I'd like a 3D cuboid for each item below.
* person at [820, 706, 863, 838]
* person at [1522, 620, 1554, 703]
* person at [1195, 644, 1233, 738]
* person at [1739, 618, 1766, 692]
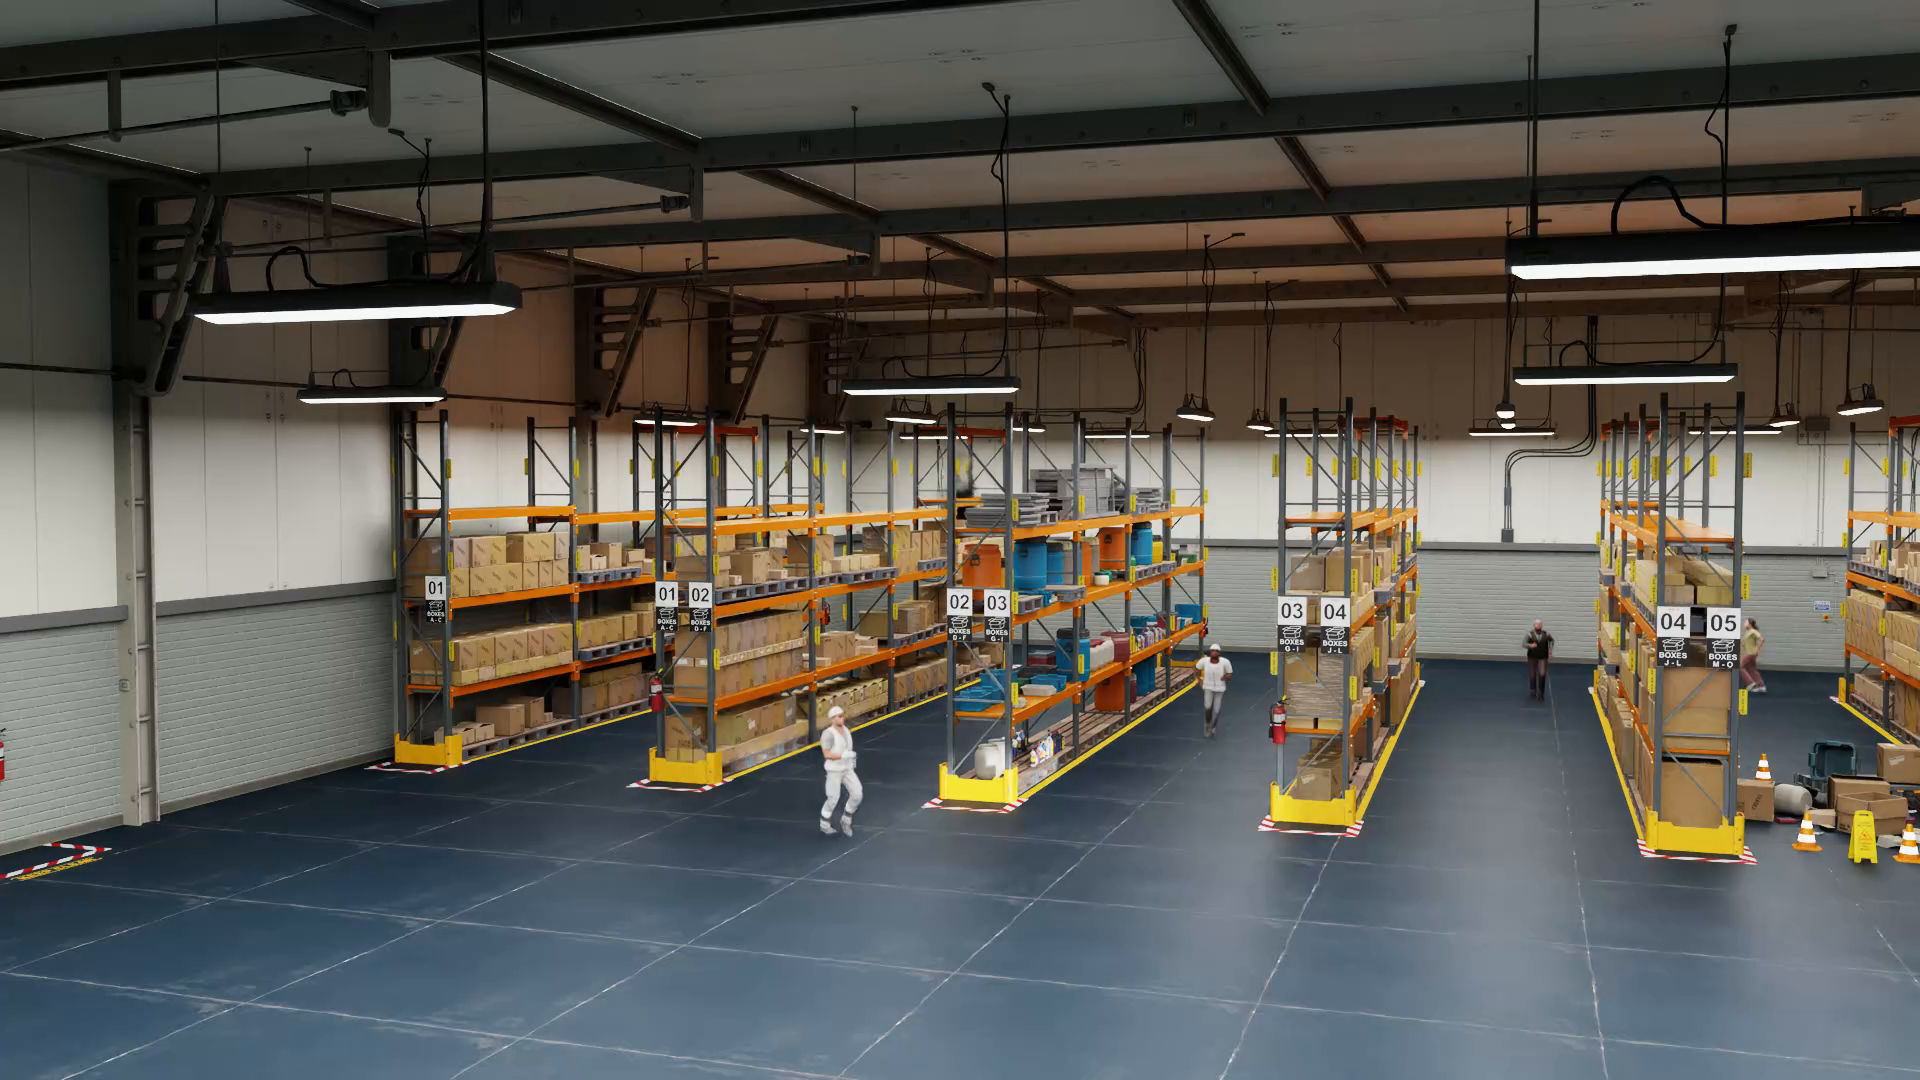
[{"bbox_3d":[-1.607,3.142,22.481,0.711,1.793,0.639,2,3,44],"label":"person"},{"bbox_3d":[12.473,2.601,35.907,0.653,1.773,0.763,1,3,21],"label":"person"},{"bbox_3d":[4.730,2.801,30.956,0.683,1.756,0.740,0,2,4],"label":"person"},{"bbox_3d":[17.698,2.577,37.235,0.672,1.656,0.547,1,3,21],"label":"person"}]
